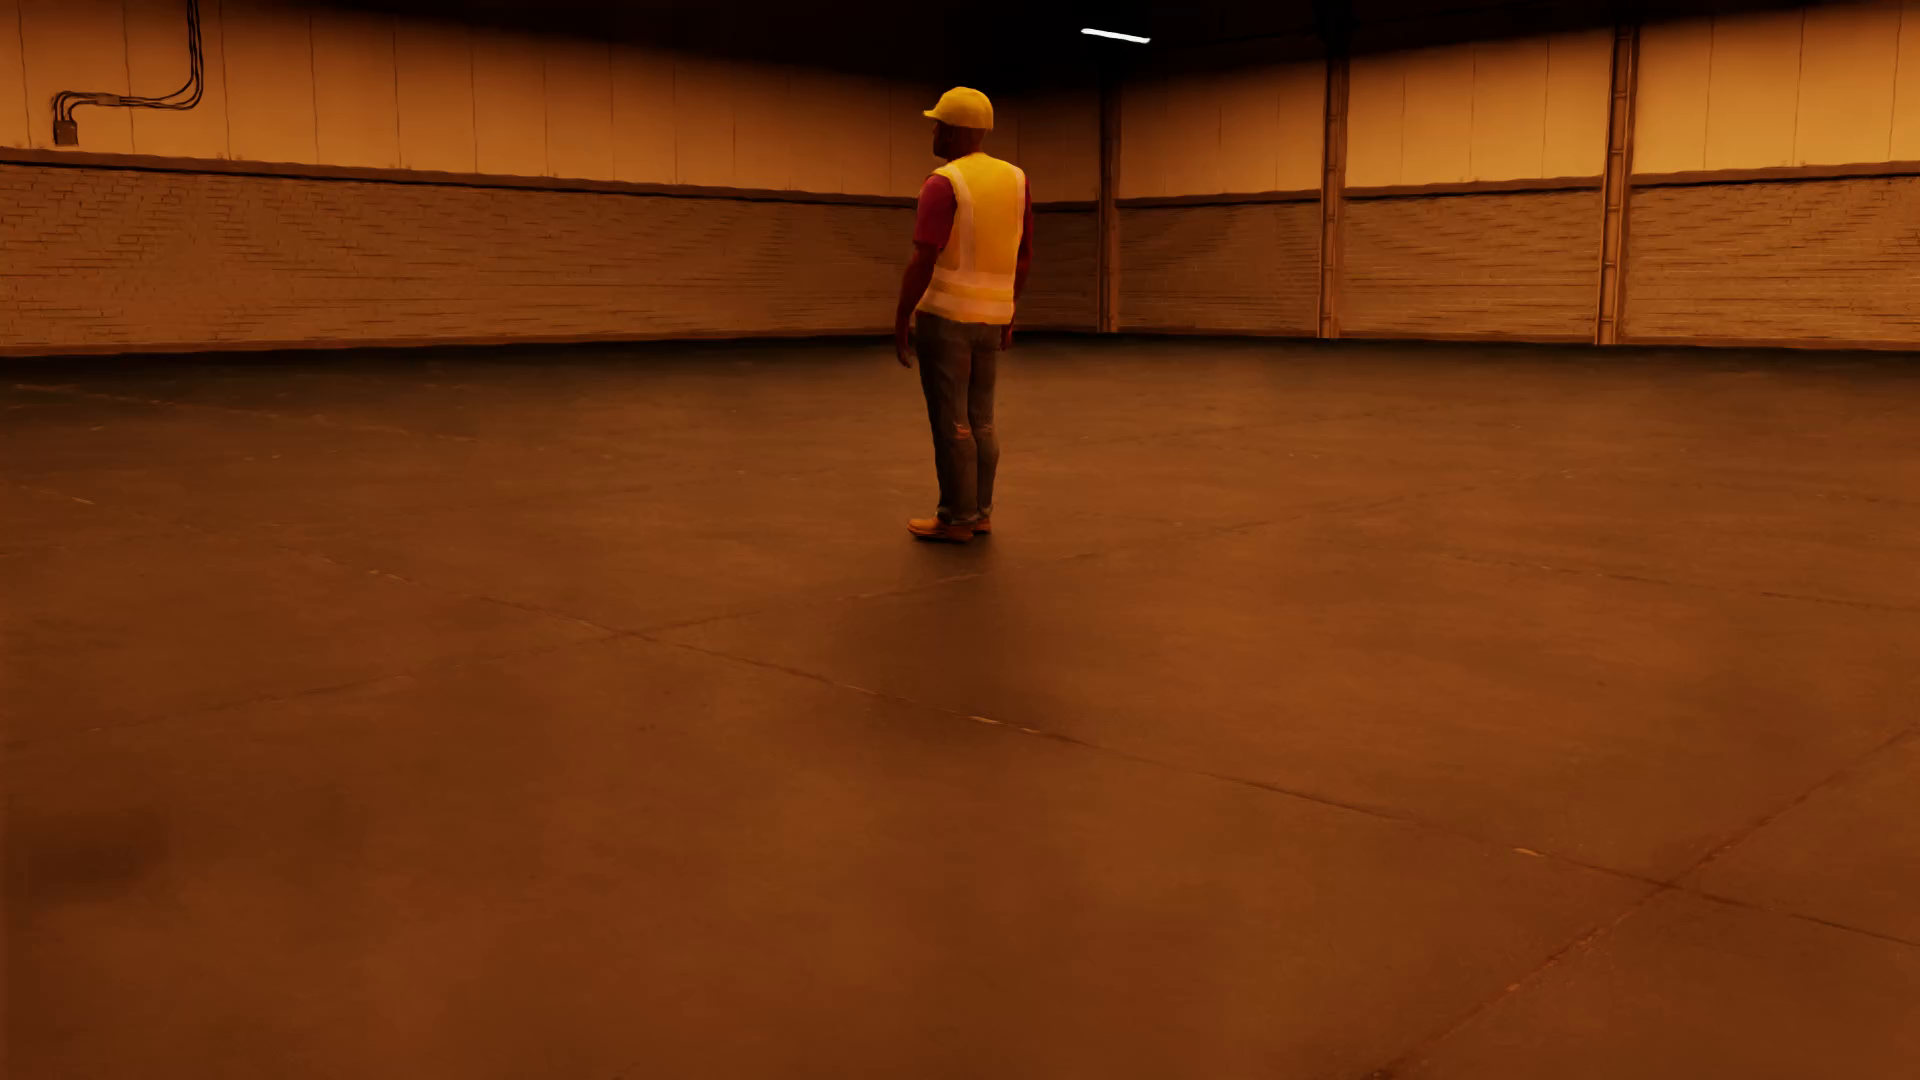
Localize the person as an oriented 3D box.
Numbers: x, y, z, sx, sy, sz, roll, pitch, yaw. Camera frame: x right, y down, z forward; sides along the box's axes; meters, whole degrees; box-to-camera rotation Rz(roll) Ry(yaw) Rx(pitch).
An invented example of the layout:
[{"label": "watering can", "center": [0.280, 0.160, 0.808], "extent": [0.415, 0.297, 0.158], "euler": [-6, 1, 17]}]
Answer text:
[{"label": "person", "center": [-0.046, -0.888, 6.637], "extent": [0.576, 1.766, 0.665], "euler": [8, 12, 43]}]
